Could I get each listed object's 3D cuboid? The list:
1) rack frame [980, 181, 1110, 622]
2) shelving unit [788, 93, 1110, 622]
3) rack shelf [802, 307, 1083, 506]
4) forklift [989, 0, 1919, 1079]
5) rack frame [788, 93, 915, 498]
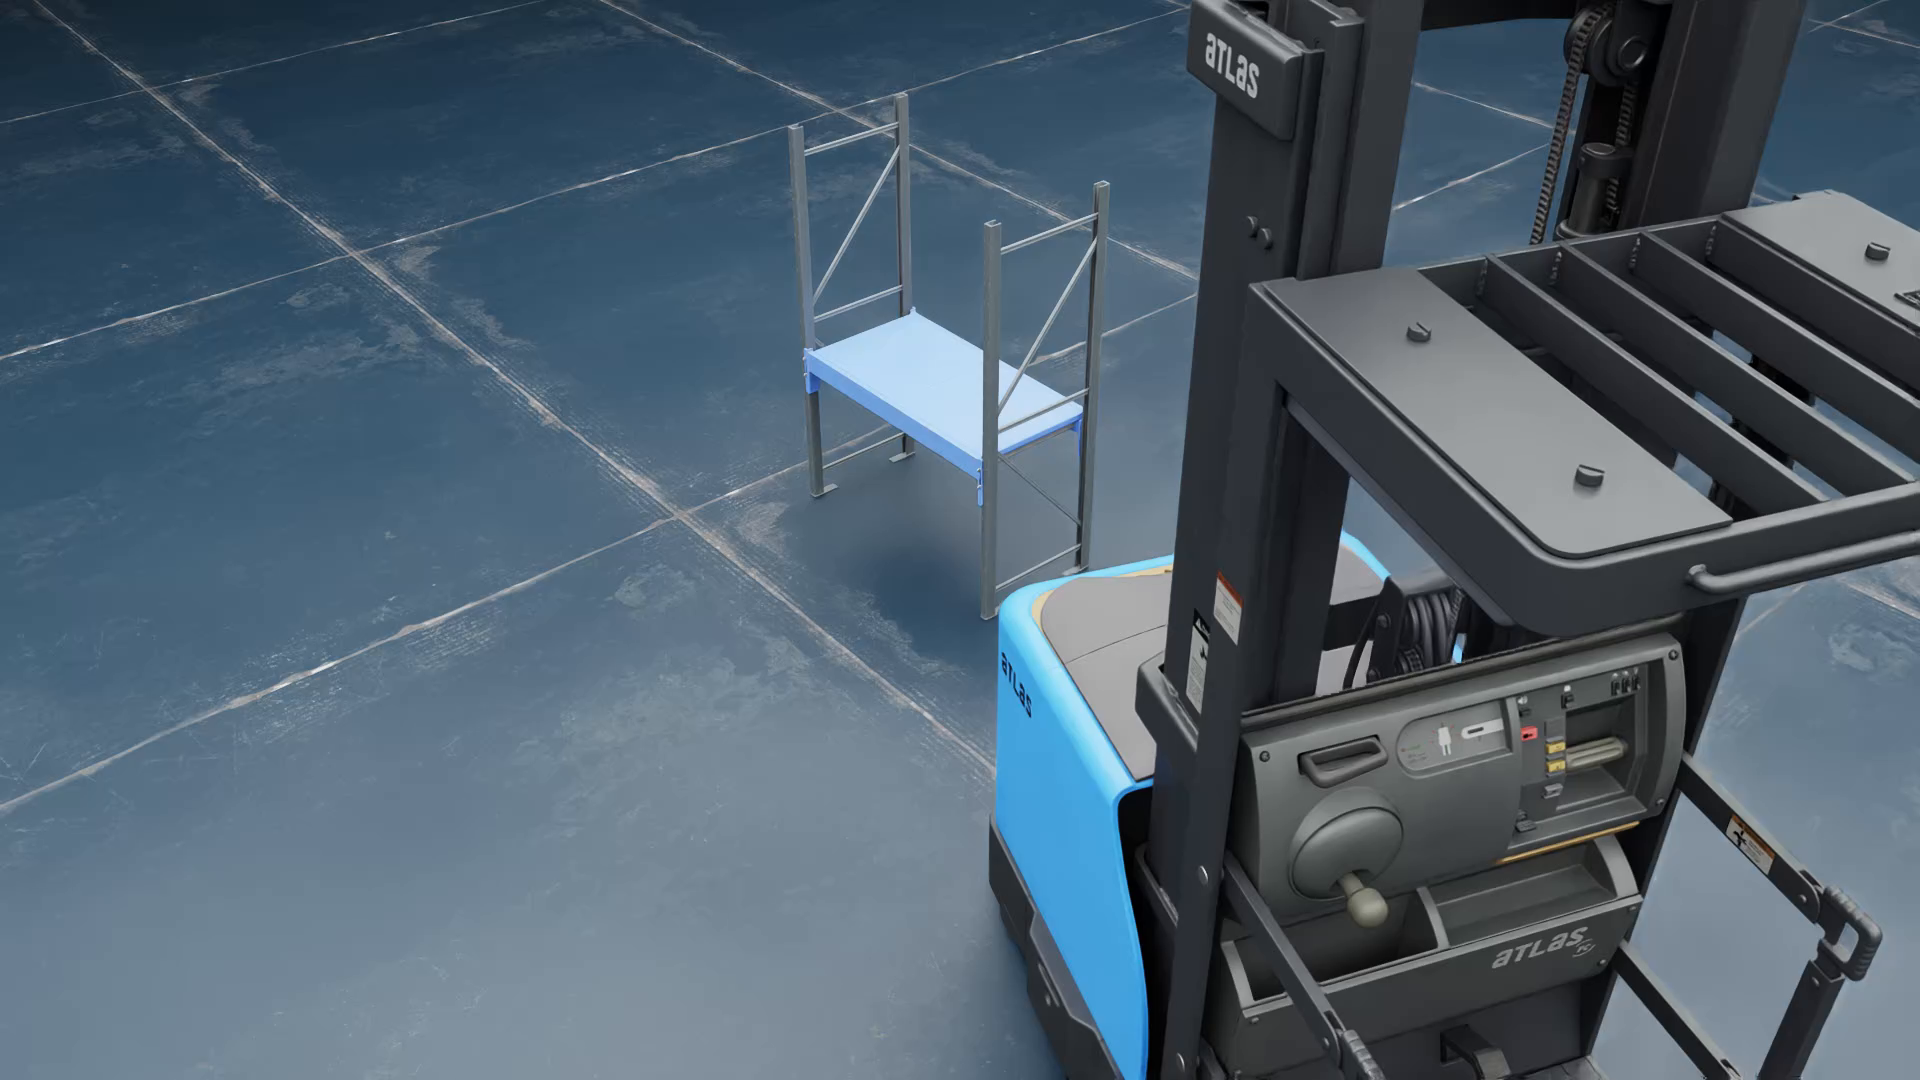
[{"bbox_3d":[0.273,-0.425,5.553,0.500,1.500,0.032,-26,43,-32],"label":"rack frame"},{"bbox_3d":[-0.055,-0.650,5.870,0.538,1.500,1.048,-26,43,-32],"label":"shelving unit"},{"bbox_3d":[-0.055,-0.503,5.974,0.538,0.185,1.000,-26,43,-32],"label":"rack shelf"},{"bbox_3d":[1.042,0.520,2.979,1.130,2.935,3.031,-11,37,-15],"label":"forklift"},{"bbox_3d":[-0.383,-0.874,6.187,0.500,1.500,0.032,-26,43,-32],"label":"rack frame"}]
